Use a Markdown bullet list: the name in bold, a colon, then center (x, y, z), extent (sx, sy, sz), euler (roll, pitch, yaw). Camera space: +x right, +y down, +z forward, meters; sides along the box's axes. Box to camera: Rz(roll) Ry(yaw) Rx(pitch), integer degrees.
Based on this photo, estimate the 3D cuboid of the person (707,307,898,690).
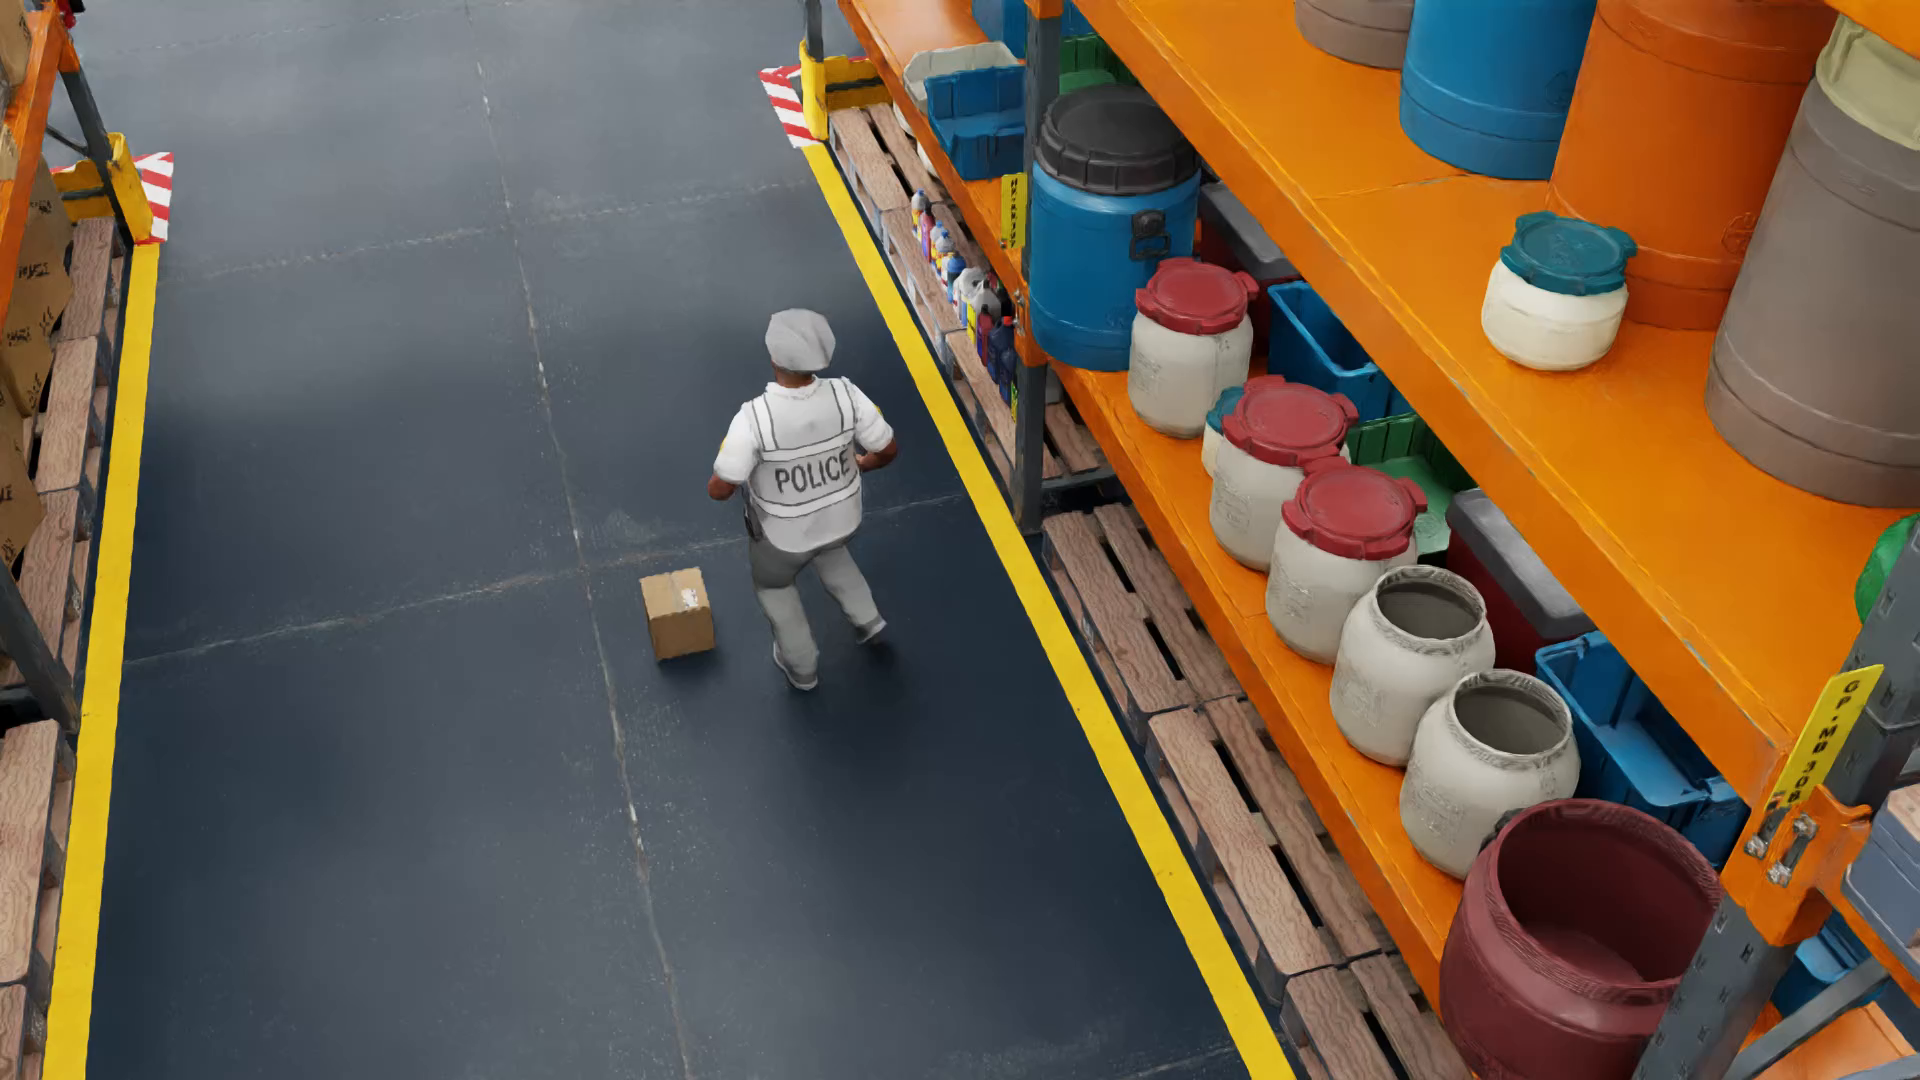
- **person**: center (-0.633, -0.134, 6.314), extent (0.706, 1.753, 0.514), euler (-24, 47, -25)
